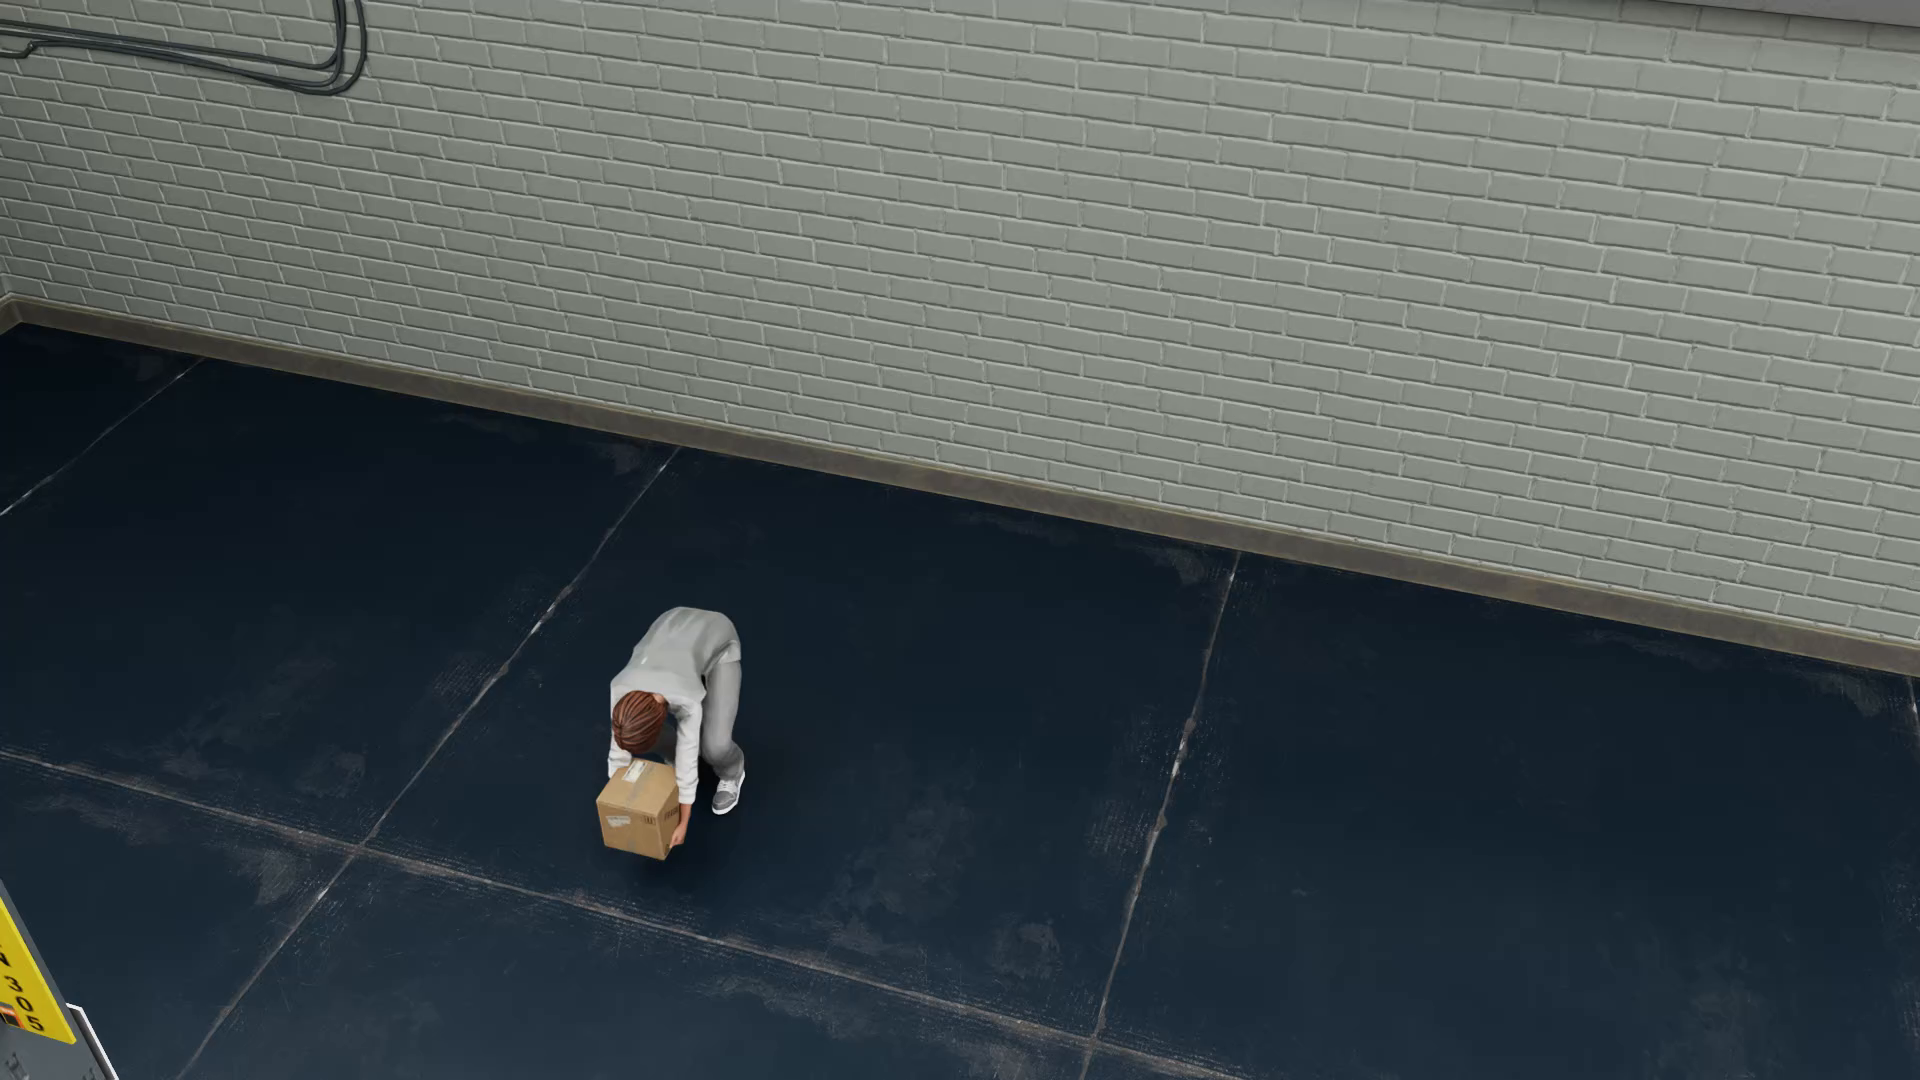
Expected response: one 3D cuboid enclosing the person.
[{"bbox_3d":[-1.099,0.756,6.481,0.429,0.906,0.862,9,38,12],"label":"person"}]
